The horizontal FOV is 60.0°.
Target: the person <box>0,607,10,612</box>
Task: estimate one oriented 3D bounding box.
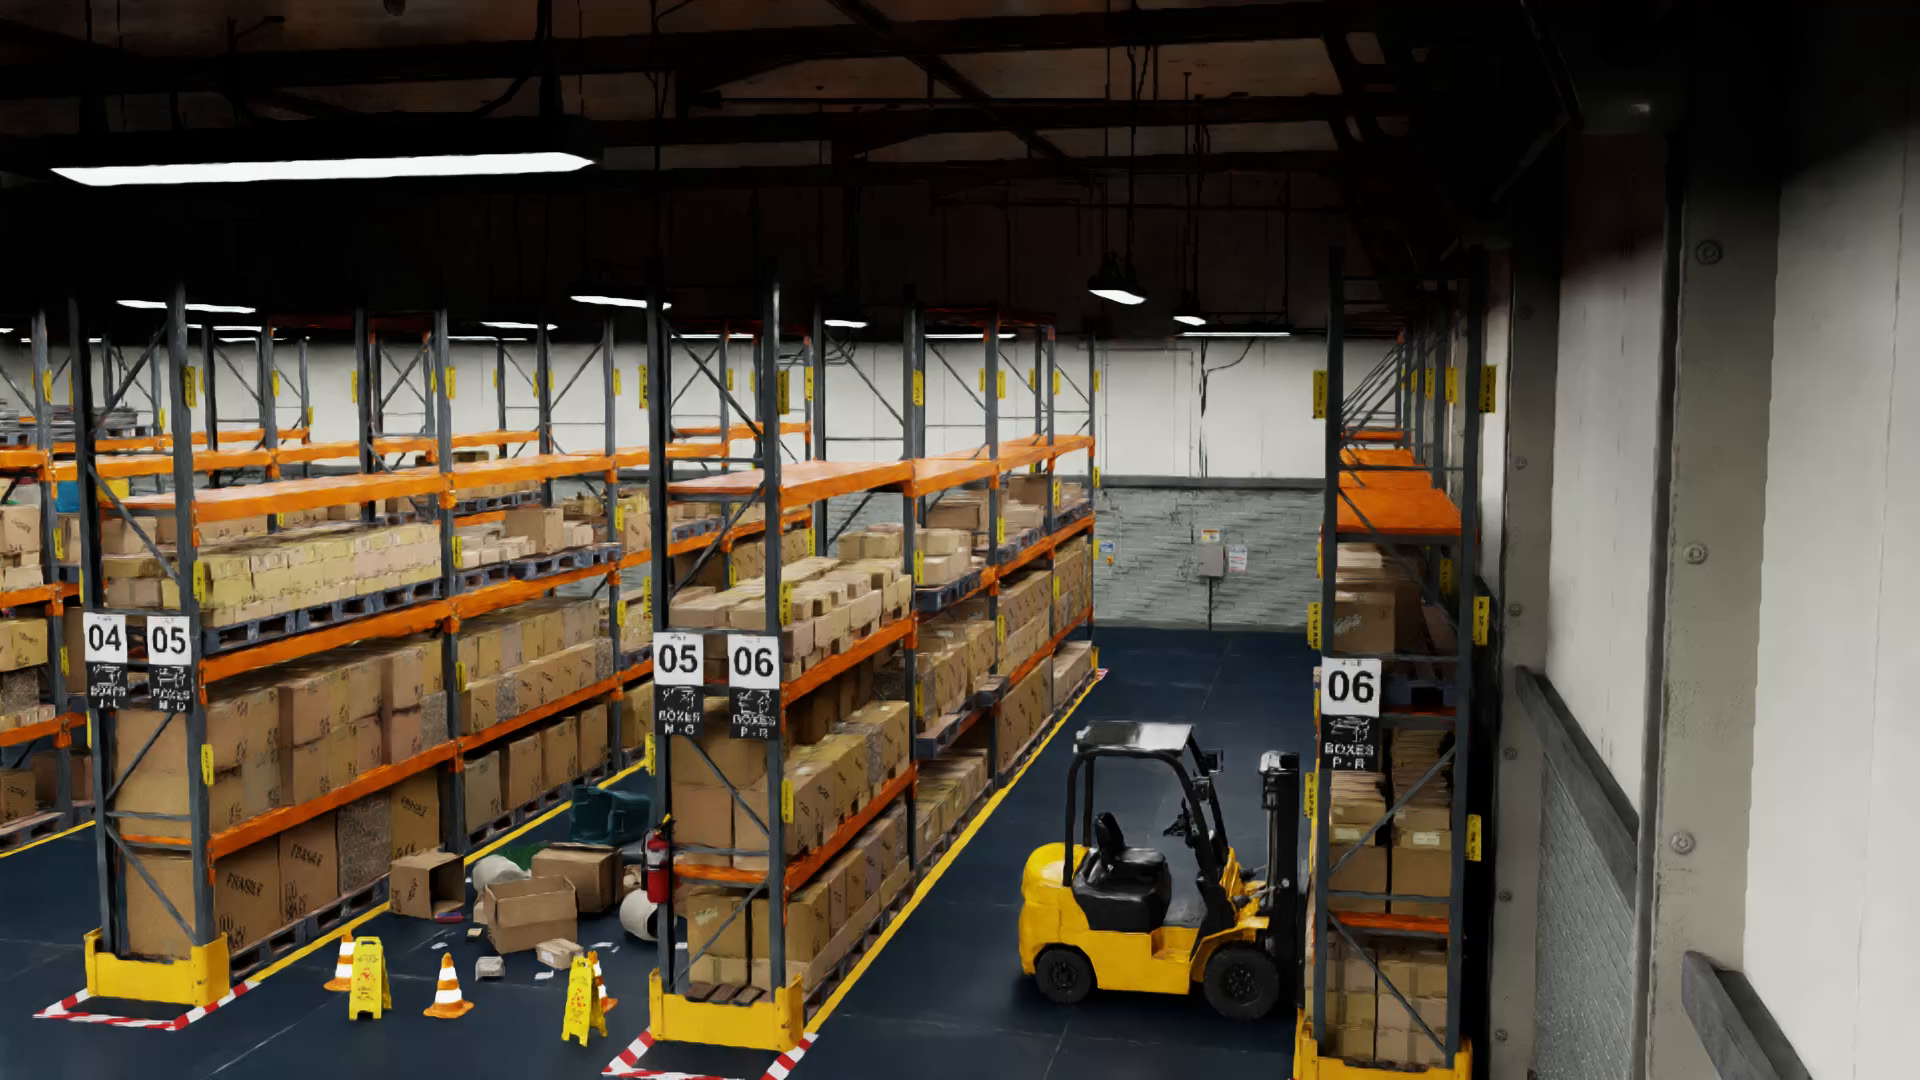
[{"bbox_3d":[-15.485,1.632,27.008,0.639,1.632,0.512,1,6,11],"label":"person"}]
